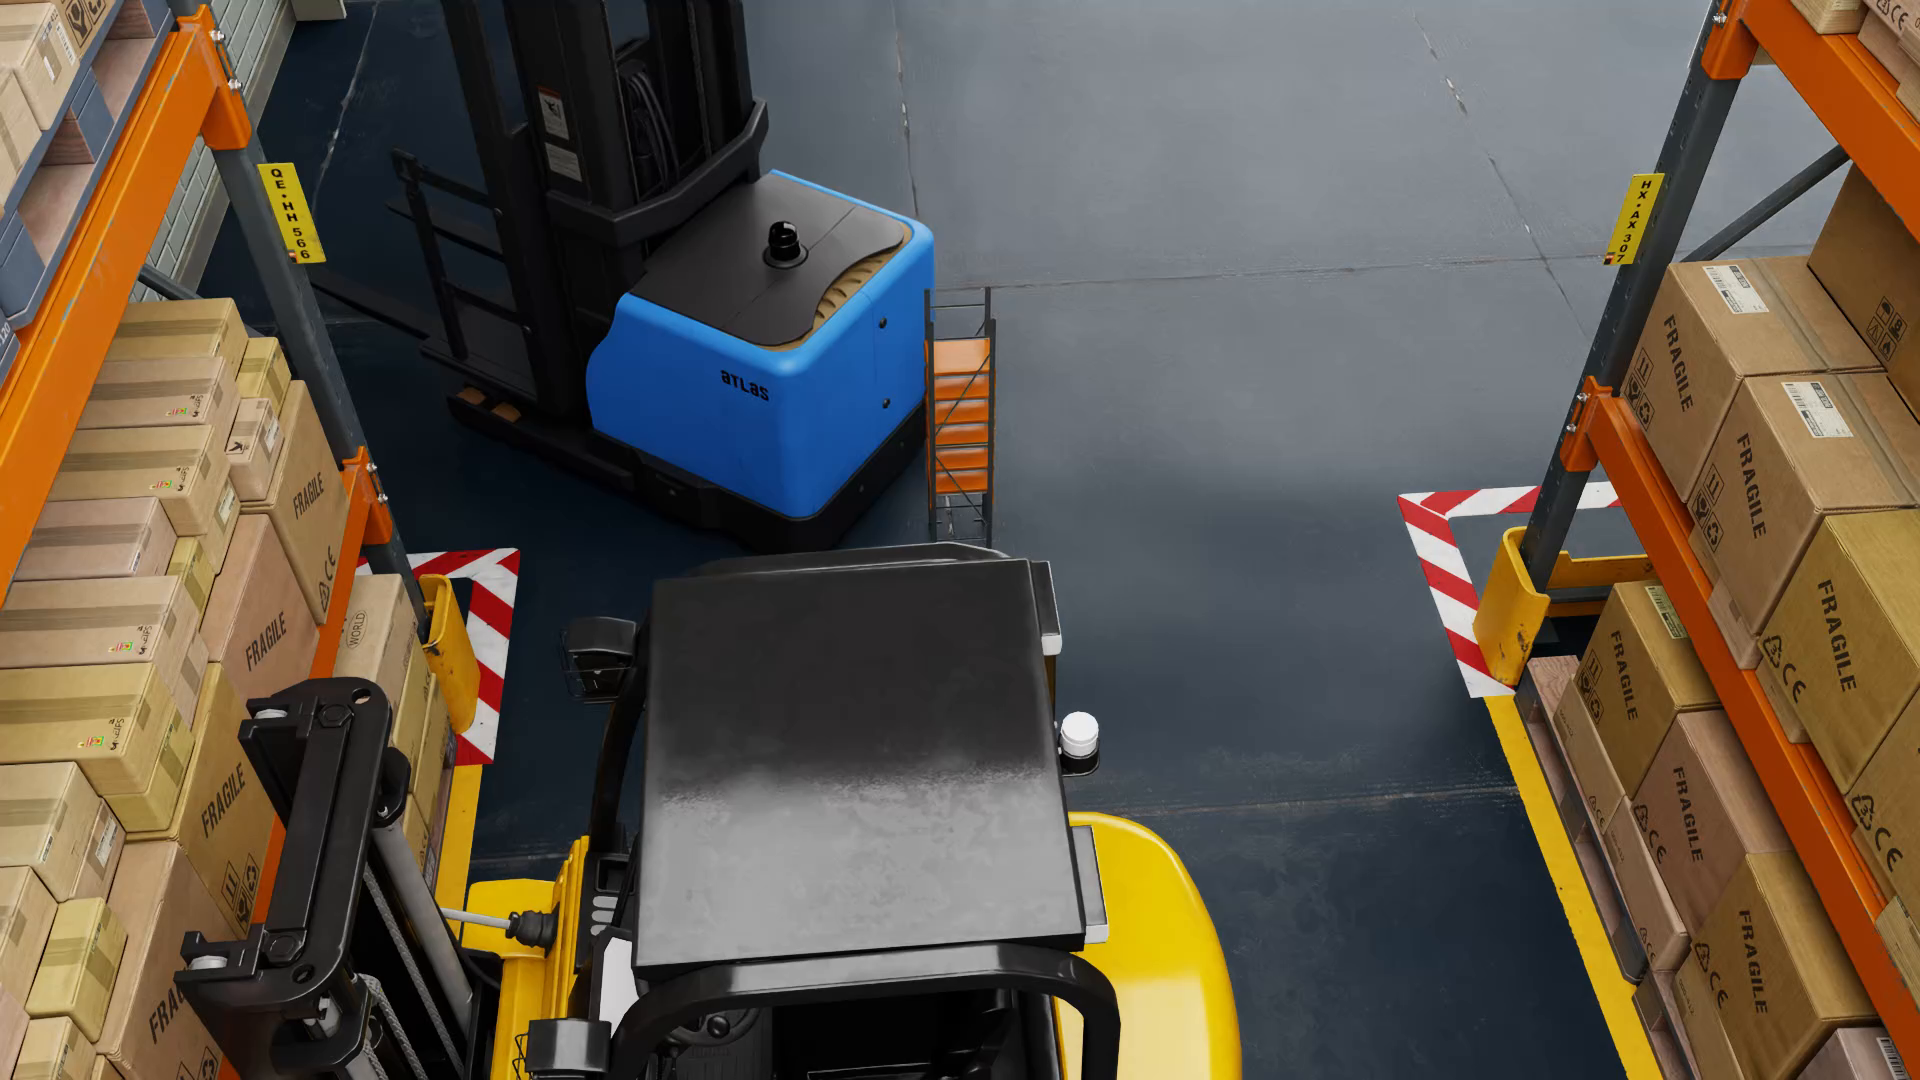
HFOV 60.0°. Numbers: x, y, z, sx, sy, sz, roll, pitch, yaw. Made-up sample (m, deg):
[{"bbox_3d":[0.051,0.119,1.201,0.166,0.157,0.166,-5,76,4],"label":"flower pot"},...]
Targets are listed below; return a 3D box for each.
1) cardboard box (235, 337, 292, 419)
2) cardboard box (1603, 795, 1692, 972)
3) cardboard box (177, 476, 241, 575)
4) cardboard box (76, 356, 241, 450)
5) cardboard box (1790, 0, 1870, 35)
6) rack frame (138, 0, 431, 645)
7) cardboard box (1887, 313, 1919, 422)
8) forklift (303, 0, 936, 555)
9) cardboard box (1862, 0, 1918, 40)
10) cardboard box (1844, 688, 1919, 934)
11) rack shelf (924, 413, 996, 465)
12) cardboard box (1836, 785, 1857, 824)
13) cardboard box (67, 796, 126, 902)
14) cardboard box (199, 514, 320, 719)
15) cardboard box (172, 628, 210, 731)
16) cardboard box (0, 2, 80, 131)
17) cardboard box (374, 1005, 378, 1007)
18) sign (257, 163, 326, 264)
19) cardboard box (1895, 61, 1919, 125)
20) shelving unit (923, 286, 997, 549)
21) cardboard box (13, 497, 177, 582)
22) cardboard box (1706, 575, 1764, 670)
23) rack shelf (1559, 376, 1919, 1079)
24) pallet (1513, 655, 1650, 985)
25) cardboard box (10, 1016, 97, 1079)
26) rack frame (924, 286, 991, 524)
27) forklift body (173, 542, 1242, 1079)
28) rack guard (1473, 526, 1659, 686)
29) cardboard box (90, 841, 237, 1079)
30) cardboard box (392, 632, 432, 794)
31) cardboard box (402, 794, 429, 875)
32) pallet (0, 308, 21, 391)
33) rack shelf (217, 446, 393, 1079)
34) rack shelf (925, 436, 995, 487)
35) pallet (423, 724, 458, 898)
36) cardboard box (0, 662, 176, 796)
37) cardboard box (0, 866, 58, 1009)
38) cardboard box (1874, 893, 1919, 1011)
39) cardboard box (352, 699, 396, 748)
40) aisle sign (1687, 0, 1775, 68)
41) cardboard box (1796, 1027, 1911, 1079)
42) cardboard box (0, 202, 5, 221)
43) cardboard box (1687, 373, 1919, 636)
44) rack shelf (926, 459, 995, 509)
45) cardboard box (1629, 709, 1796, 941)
[{"bbox_3d":[-2.071,-0.416,4.562,0.380,0.149,0.250,-3,47,-3],"label":"cardboard box"},{"bbox_3d":[2.394,1.075,5.271,0.500,0.250,0.500,-2,47,-2],"label":"cardboard box"},{"bbox_3d":[-2.059,-0.041,4.207,0.380,0.149,0.250,-3,47,-3],"label":"cardboard box"},{"bbox_3d":[-2.088,-0.329,4.275,0.380,0.149,0.250,-3,47,-3],"label":"cardboard box"},{"bbox_3d":[2.271,-1.382,4.100,0.380,0.149,0.250,-3,47,-3],"label":"cardboard box"},{"bbox_3d":[-2.379,-0.392,5.055,1.000,3.000,0.127,-3,47,-3],"label":"rack frame"},{"bbox_3d":[2.862,-0.454,4.152,0.700,0.500,0.500,-3,47,-3],"label":"cardboard box"},{"bbox_3d":[-1.611,-1.735,6.374,3.031,2.935,1.130,24,51,21],"label":"forklift"},{"bbox_3d":[2.343,-1.399,3.841,0.500,0.250,0.500,-4,47,-4],"label":"cardboard box"},{"bbox_3d":[2.471,0.637,3.807,0.500,0.500,0.500,-4,47,-4],"label":"cardboard box"},{"bbox_3d":[-0.001,-0.392,6.357,0.258,0.103,0.180,-3,47,-3],"label":"rack shelf"},{"bbox_3d":[2.478,0.586,4.302,0.380,0.149,0.250,-2,47,-2],"label":"cardboard box"},{"bbox_3d":[-2.008,0.697,3.508,0.380,0.149,0.250,-4,47,-4],"label":"cardboard box"},{"bbox_3d":[-2.042,0.289,4.341,0.500,0.500,0.500,-2,47,-2],"label":"cardboard box"},{"bbox_3d":[-1.981,0.329,3.857,0.380,0.149,0.250,-5,47,-5],"label":"cardboard box"},{"bbox_3d":[-2.007,-0.935,3.319,0.380,0.149,0.250,-5,47,-4],"label":"cardboard box"},{"bbox_3d":[-1.932,1.306,4.707,0.500,0.250,0.500,-4,47,-4],"label":"cardboard box"},{"bbox_3d":[-1.838,-0.895,4.571,0.100,0.325,0.005,-3,47,-3],"label":"sign"},{"bbox_3d":[2.370,-1.004,3.742,0.380,0.149,0.250,-2,47,-2],"label":"cardboard box"},{"bbox_3d":[-0.001,-0.423,6.324,0.258,1.200,0.189,-3,47,-3],"label":"shelving unit"},{"bbox_3d":[-2.092,0.043,3.923,0.380,0.149,0.250,-3,47,-3],"label":"cardboard box"},{"bbox_3d":[2.341,0.213,4.655,0.380,0.149,0.250,-3,47,-3],"label":"cardboard box"},{"bbox_3d":[2.734,0.998,4.235,1.077,0.370,4.000,-3,47,-3],"label":"rack shelf"},{"bbox_3d":[2.606,0.907,5.745,1.003,0.211,1.213,-3,47,-3],"label":"pallet"},{"bbox_3d":[-1.888,1.070,3.155,0.380,0.149,0.250,-5,47,-5],"label":"cardboard box"},{"bbox_3d":[-0.009,-0.489,6.387,0.240,1.200,0.006,-3,47,-3],"label":"rack frame"},{"bbox_3d":[-0.403,1.161,4.169,2.313,2.155,1.214,-3,47,-3],"label":"forklift body"},{"bbox_3d":[2.573,0.218,6.199,1.175,0.500,0.348,-3,47,-3],"label":"rack guard"},{"bbox_3d":[-1.946,1.023,3.646,0.500,0.500,0.500,-3,47,-3],"label":"cardboard box"},{"bbox_3d":[-2.027,0.570,5.404,0.500,0.250,0.500,-4,47,-4],"label":"cardboard box"},{"bbox_3d":[-1.993,1.090,5.256,0.500,0.250,0.500,-3,47,-3],"label":"cardboard box"},{"bbox_3d":[-2.241,0.005,2.675,1.003,0.211,1.213,-3,47,-3],"label":"pallet"},{"bbox_3d":[-2.212,1.302,3.946,1.077,0.370,4.000,-3,47,-3],"label":"rack shelf"},{"bbox_3d":[-0.001,-0.310,6.444,0.258,0.103,0.180,-3,47,-3],"label":"rack shelf"},{"bbox_3d":[-2.274,1.117,5.546,1.003,0.211,1.213,-3,47,-3],"label":"pallet"},{"bbox_3d":[-1.933,0.412,3.574,0.380,0.149,0.250,-3,47,-3],"label":"cardboard box"},{"bbox_3d":[-2.001,0.787,3.218,0.380,0.149,0.250,-3,47,-3],"label":"cardboard box"},{"bbox_3d":[2.433,0.964,3.944,0.380,0.149,0.250,-3,47,-3],"label":"cardboard box"},{"bbox_3d":[-1.981,0.748,4.891,0.500,0.250,0.500,-3,47,-3],"label":"cardboard box"},{"bbox_3d":[2.252,-1.616,4.424,0.394,0.787,0.004,-3,47,-3],"label":"aisle sign"},{"bbox_3d":[2.496,1.592,4.264,0.500,0.500,0.500,-1,47,-1],"label":"cardboard box"},{"bbox_3d":[-2.113,-0.584,2.744,0.700,0.500,0.500,-3,47,-3],"label":"cardboard box"},{"bbox_3d":[2.376,-0.099,4.504,0.500,0.500,0.500,-2,47,-2],"label":"cardboard box"},{"bbox_3d":[-0.001,-0.227,6.531,0.258,0.103,0.180,-3,47,-3],"label":"rack shelf"},{"bbox_3d":[2.409,0.842,4.974,0.500,0.500,0.500,-5,47,-5],"label":"cardboard box"}]
